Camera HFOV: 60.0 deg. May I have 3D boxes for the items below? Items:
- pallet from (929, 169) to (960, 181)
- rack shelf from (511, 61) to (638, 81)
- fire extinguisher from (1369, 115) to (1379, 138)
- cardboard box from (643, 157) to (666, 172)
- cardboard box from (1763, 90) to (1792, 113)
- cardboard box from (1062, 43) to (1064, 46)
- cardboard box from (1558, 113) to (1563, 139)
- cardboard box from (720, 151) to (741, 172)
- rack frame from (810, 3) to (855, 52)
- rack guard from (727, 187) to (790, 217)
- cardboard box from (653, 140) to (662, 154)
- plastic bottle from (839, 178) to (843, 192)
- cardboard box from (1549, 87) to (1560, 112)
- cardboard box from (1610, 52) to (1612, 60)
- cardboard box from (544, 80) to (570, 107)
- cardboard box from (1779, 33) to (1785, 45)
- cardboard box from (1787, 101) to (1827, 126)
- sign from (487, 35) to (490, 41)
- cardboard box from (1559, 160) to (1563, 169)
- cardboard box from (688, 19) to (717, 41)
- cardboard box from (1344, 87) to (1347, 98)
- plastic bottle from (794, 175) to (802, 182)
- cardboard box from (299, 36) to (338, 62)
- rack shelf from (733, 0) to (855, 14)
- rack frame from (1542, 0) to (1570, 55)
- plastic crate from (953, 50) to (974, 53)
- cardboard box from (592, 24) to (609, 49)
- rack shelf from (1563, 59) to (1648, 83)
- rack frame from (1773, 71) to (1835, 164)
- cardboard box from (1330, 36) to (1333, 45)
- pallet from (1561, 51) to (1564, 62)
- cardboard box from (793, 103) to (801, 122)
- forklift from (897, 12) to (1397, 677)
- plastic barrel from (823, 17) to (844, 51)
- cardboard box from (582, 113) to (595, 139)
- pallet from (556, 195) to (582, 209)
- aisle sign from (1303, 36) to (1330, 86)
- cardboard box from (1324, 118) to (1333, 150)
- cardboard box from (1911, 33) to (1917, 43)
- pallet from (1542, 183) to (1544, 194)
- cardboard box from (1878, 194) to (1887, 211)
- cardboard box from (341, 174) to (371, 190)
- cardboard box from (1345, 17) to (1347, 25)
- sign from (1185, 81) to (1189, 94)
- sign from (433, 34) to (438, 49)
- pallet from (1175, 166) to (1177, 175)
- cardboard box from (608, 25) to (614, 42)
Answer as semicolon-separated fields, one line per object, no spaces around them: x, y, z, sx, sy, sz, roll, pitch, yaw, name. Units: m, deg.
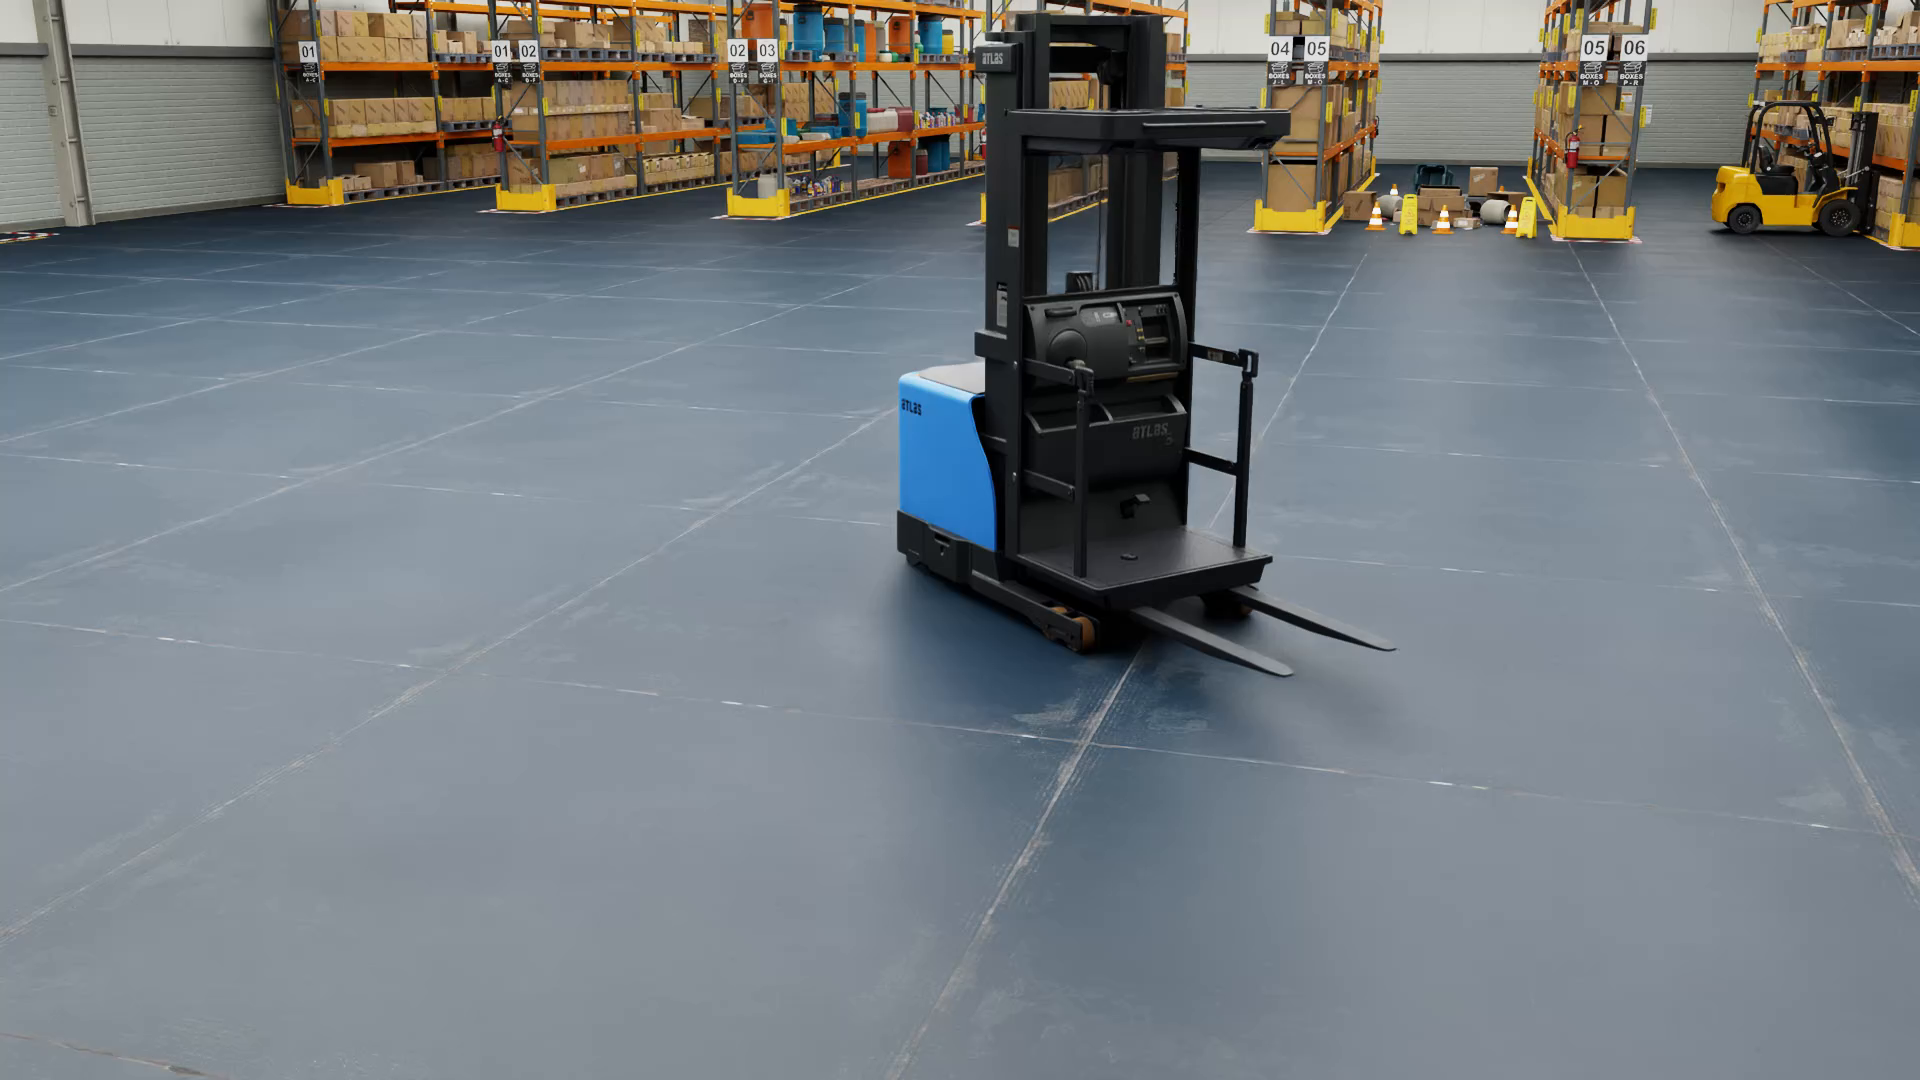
-0.645;-9.184;41.823;1.003;0.211;1.213;5;16;16;pallet
-7.975;-9.590;33.966;1.077;0.370;4.000;5;16;16;rack shelf
10.741;-10.789;43.197;0.296;0.674;0.183;5;16;16;fire extinguisher
-6.903;-8.385;37.136;0.500;0.311;0.500;4;16;15;cardboard box
18.948;-10.176;38.564;0.500;0.500;0.500;5;17;17;cardboard box
1.744;-9.294;31.146;0.380;0.149;0.250;4;16;14;cardboard box
11.199;-7.577;30.316;0.500;0.500;0.500;5;16;16;cardboard box
-5.724;-9.307;40.918;0.500;0.500;0.500;4;16;14;cardboard box
-2.659;-11.518;33.945;1.000;3.000;0.127;5;16;16;rack frame
-3.819;-6.406;31.498;1.175;0.500;0.348;5;16;16;rack guard
-8.993;-11.217;47.690;0.700;0.500;0.500;5;16;16;cardboard box
-2.479;-7.385;34.540;0.061;0.283;0.133;5;17;19;plastic bottle
12.624;-9.210;34.788;0.500;0.500;0.500;4;16;14;cardboard box
11.004;-8.025;27.590;0.380;0.149;0.250;5;16;16;cardboard box
-8.240;-8.915;33.204;0.700;0.500;0.500;4;16;14;cardboard box
18.673;-11.227;37.230;0.500;0.250;0.500;4;16;15;cardboard box
17.903;-8.988;35.068;0.700;0.500;0.500;5;16;16;cardboard box
-11.551;-12.221;40.831;0.100;0.325;0.005;5;16;16;sign
10.854;-6.664;29.534;0.380;0.149;0.250;6;17;19;cardboard box
-6.140;-12.149;39.652;0.500;0.500;0.500;5;16;16;cardboard box
7.674;-9.163;34.622;0.700;0.500;0.500;4;16;15;cardboard box
-3.340;-7.340;34.260;0.144;0.351;0.185;4;16;14;plastic bottle
-12.960;-9.922;33.597;0.500;0.500;0.500;5;17;17;cardboard box
-3.227;-10.456;32.253;1.077;0.370;4.000;5;16;16;rack shelf
15.001;-13.505;40.950;1.000;3.000;0.127;5;16;16;rack frame
0.054;-12.806;44.098;0.504;0.338;0.767;5;16;16;plastic crate
-7.803;-10.666;35.230;0.500;0.500;0.500;6;17;20;cardboard box
11.023;-8.053;28.544;1.077;0.370;4.000;5;16;16;rack shelf
18.625;-9.188;36.726;1.000;3.000;0.127;5;16;16;rack frame
6.085;-8.427;28.053;0.380;0.149;0.250;5;17;16;cardboard box
12.161;-9.257;31.814;1.213;0.211;1.003;5;16;16;pallet
-4.585;-11.404;44.356;0.500;0.500;0.500;5;17;17;cardboard box
0.849;-1.022;8.062;1.130;2.935;3.031;-10;18;-30;forklift
-2.723;-10.466;34.814;0.600;0.901;0.708;5;16;16;plastic barrel
-7.962;-8.545;34.274;0.700;0.500;0.500;5;17;18;cardboard box
-8.367;-6.832;33.529;1.003;0.211;1.213;5;16;16;pallet
5.947;-7.999;27.769;0.394;0.787;0.004;5;16;16;aisle sign
6.157;-7.245;29.600;0.875;0.550;0.550;5;16;16;cardboard box
15.159;-7.861;26.058;0.380;0.149;0.250;4;16;14;cardboard box
13.373;-7.703;36.599;1.003;0.211;1.213;5;16;16;pallet
15.206;-5.450;26.901;0.500;0.250;0.500;4;16;15;cardboard box
-12.849;-7.595;35.229;0.500;0.311;0.500;6;17;20;cardboard box
6.946;-9.606;30.748;0.380;0.149;0.250;5;16;16;cardboard box
6.016;-12.012;44.127;0.100;0.325;0.005;5;16;16;sign
-11.635;-11.052;36.851;0.100;0.325;0.005;5;16;16;sign
5.348;-9.830;44.100;1.003;0.211;1.213;5;16;16;pallet
-9.413;-13.639;44.870;0.500;0.500;0.500;4;16;15;cardboard box
